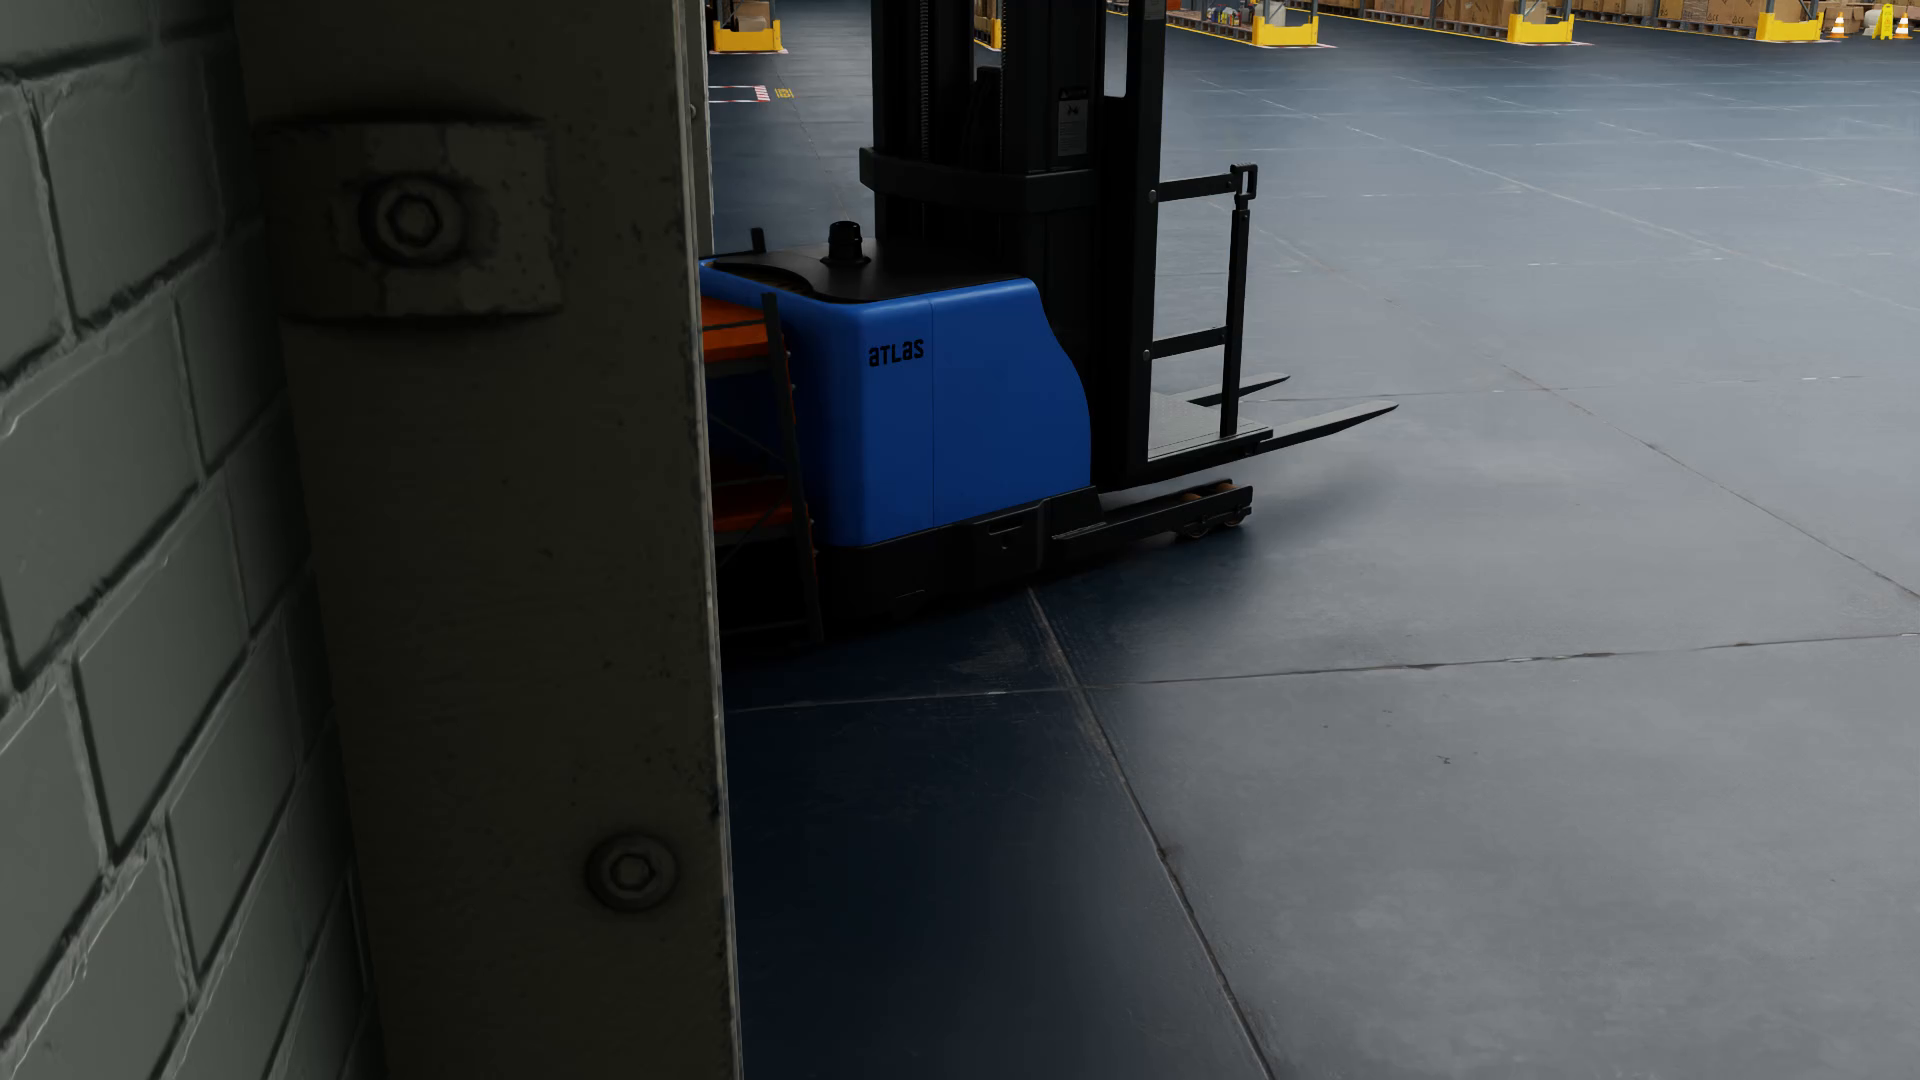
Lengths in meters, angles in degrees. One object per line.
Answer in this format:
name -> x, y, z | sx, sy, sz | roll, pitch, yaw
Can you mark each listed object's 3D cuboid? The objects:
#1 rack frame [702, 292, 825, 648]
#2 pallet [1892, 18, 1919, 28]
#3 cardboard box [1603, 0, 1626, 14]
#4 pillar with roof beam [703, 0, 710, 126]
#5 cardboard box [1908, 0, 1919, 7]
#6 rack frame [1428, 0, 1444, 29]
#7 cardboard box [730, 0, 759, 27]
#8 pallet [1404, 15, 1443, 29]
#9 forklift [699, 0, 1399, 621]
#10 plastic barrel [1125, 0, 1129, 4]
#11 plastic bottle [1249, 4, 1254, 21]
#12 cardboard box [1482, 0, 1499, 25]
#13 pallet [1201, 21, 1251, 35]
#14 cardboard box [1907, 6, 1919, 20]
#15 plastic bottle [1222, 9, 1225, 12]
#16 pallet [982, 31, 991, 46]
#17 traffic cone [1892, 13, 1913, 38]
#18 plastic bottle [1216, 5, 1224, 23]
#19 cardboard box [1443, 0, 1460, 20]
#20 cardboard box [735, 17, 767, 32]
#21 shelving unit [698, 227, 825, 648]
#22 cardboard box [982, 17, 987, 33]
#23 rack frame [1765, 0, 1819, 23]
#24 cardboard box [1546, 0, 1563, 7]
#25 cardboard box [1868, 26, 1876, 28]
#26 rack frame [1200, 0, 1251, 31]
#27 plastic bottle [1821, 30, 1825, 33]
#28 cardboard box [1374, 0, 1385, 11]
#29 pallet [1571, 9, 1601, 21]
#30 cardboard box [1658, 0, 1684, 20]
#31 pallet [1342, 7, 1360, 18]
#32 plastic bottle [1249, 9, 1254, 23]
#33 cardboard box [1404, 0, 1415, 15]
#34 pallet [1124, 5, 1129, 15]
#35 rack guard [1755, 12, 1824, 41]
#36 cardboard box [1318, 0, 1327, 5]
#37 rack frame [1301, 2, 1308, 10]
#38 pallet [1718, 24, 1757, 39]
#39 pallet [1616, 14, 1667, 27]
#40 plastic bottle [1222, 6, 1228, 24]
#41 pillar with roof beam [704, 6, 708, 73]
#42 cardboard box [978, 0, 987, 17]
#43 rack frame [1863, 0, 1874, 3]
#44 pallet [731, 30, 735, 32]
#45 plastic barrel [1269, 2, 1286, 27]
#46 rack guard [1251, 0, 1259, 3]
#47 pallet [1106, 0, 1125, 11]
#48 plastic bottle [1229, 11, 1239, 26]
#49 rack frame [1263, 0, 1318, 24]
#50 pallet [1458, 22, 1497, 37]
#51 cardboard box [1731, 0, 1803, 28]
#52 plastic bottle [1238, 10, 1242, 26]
rack frame -> -0.729, -0.165, 5.025 | 0.500, 1.125, 0.032 | -8, 22, -6
pallet -> 20.317, -11.146, 35.758 | 1.003, 0.211, 1.213 | -3, 21, -8
cardboard box -> 14.988, -12.086, 36.904 | 1.050, 0.750, 0.750 | -3, 21, -8
pillar with roof beam -> 1.283, -9.121, 17.775 | 9.100, 9.000, 0.400 | -3, 21, -8
cardboard box -> 20.165, -11.361, 34.605 | 0.500, 0.500, 0.500 | -2, 21, -5
rack frame -> 10.379, -12.184, 34.550 | 1.000, 3.000, 0.127 | -3, 21, -8
cardboard box -> -4.137, -10.112, 31.947 | 0.500, 0.500, 0.500 | -4, 21, -12
pallet -> 10.265, -11.147, 35.759 | 1.003, 0.211, 1.213 | -3, 21, -8
forklift -> 0.494, -1.510, 6.070 | 3.031, 2.935, 1.130 | -16, 25, -36
plastic barrel -> 4.386, -13.728, 41.084 | 0.600, 0.901, 0.708 | -3, 21, -8
plastic bottle -> 5.883, -10.624, 33.531 | 0.144, 0.351, 0.185 | -4, 21, -10
cardboard box -> 10.690, -10.464, 32.919 | 0.500, 0.500, 0.500 | -1, 21, -3
pallet -> 5.533, -10.393, 33.741 | 1.003, 0.211, 1.213 | -3, 21, -8
cardboard box -> 20.170, -11.006, 34.727 | 0.500, 0.250, 0.500 | -3, 21, -8
plastic bottle -> 5.269, -10.447, 33.171 | 0.097, 0.271, 0.097 | 0, 20, 0
pallet -> 1.000, -9.257, 30.699 | 1.003, 0.211, 1.213 | -3, 21, -8
traffic cone -> 18.374, -10.020, 32.383 | 0.336, 0.463, 0.334 | -3, 21, -8
plastic bottle -> 5.210, -10.533, 33.288 | 0.144, 0.351, 0.185 | -4, 21, -10
cardboard box -> 10.397, -11.069, 34.537 | 0.500, 0.500, 0.500 | -4, 21, -9
cardboard box -> -3.760, -9.240, 29.882 | 0.500, 0.311, 0.500 | -5, 21, -14
shelving unit -> -0.803, -0.348, 5.493 | 0.538, 1.125, 1.048 | -8, 22, -6
cardboard box -> 0.698, -9.552, 30.834 | 0.500, 0.250, 0.500 | -3, 21, -8
rack frame -> 15.878, -11.014, 31.418 | 1.000, 3.000, 0.127 | -3, 21, -8
cardboard box -> 14.371, -13.024, 39.773 | 0.500, 0.500, 0.500 | -3, 21, -8
cardboard box -> 18.574, -10.315, 33.620 | 0.380, 0.149, 0.250 | 8, 22, 20
rack frame -> 5.477, -11.934, 33.881 | 1.000, 3.000, 0.127 | -3, 21, -8
plastic bottle -> 17.456, -10.366, 33.884 | 0.133, 0.061, 0.283 | -11, 23, -26
cardboard box -> 9.918, -12.373, 38.000 | 0.700, 0.500, 0.500 | -4, 21, -11
pallet -> 14.764, -12.201, 38.581 | 1.003, 0.211, 1.213 | -3, 21, -8
cardboard box -> 15.323, -11.379, 34.832 | 0.875, 0.875, 0.875 | -3, 21, -7
pallet -> 9.763, -12.539, 39.487 | 1.003, 0.211, 1.213 | -3, 21, -8
plastic bottle -> 5.832, -10.467, 33.206 | 0.061, 0.283, 0.133 | -3, 21, -8
cardboard box -> 10.180, -11.792, 36.445 | 0.700, 0.500, 0.500 | -5, 21, -12
pallet -> 4.573, -12.705, 39.931 | 1.003, 0.211, 1.213 | -3, 21, -8
rack guard -> 15.881, -9.835, 31.833 | 1.175, 0.500, 0.348 | -3, 21, -8
cardboard box -> 9.467, -13.625, 40.845 | 1.225, 0.875, 0.875 | -4, 21, -10
rack frame -> 9.225, -14.953, 41.966 | 1.000, 3.000, 0.127 | -3, 21, -8
pallet -> 15.685, -9.980, 32.636 | 1.003, 0.211, 1.213 | -3, 21, -8
pallet -> 15.116, -11.356, 36.319 | 1.003, 0.211, 1.213 | -3, 21, -8
plastic bottle -> 5.272, -10.386, 32.894 | 0.144, 0.351, 0.185 | -3, 21, -8
pillar with roof beam -> 0.418, -11.198, 23.337 | 9.100, 9.000, 0.400 | -3, 21, -8
cardboard box -> 0.621, -10.076, 31.166 | 0.500, 0.500, 0.500 | -3, 21, -8
rack frame -> 20.185, -12.683, 35.888 | 1.000, 3.000, 0.127 | -3, 21, -8
pallet -> -4.015, -9.474, 31.280 | 1.003, 0.211, 1.213 | -3, 21, -8
plastic barrel -> 5.884, -9.804, 31.134 | 0.421, 0.512, 0.421 | 0, 20, 0
rack guard -> 8.645, -15.176, 46.133 | 1.175, 0.500, 0.348 | -3, 21, -8
pallet -> 4.180, -13.650, 42.461 | 1.003, 0.211, 1.213 | -3, 21, -8
plastic bottle -> 5.346, -10.181, 32.453 | 0.152, 0.276, 0.135 | -3, 21, -7
rack frame -> 6.054, -10.549, 30.173 | 1.000, 3.000, 0.127 | -3, 21, -8
pallet -> 10.690, -10.223, 33.286 | 1.003, 0.211, 1.213 | -3, 21, -8
cardboard box -> 15.715, -10.447, 32.336 | 0.875, 0.875, 0.875 | -3, 21, -7
plastic bottle -> 5.452, -10.190, 32.467 | 0.061, 0.283, 0.133 | -3, 21, -8
